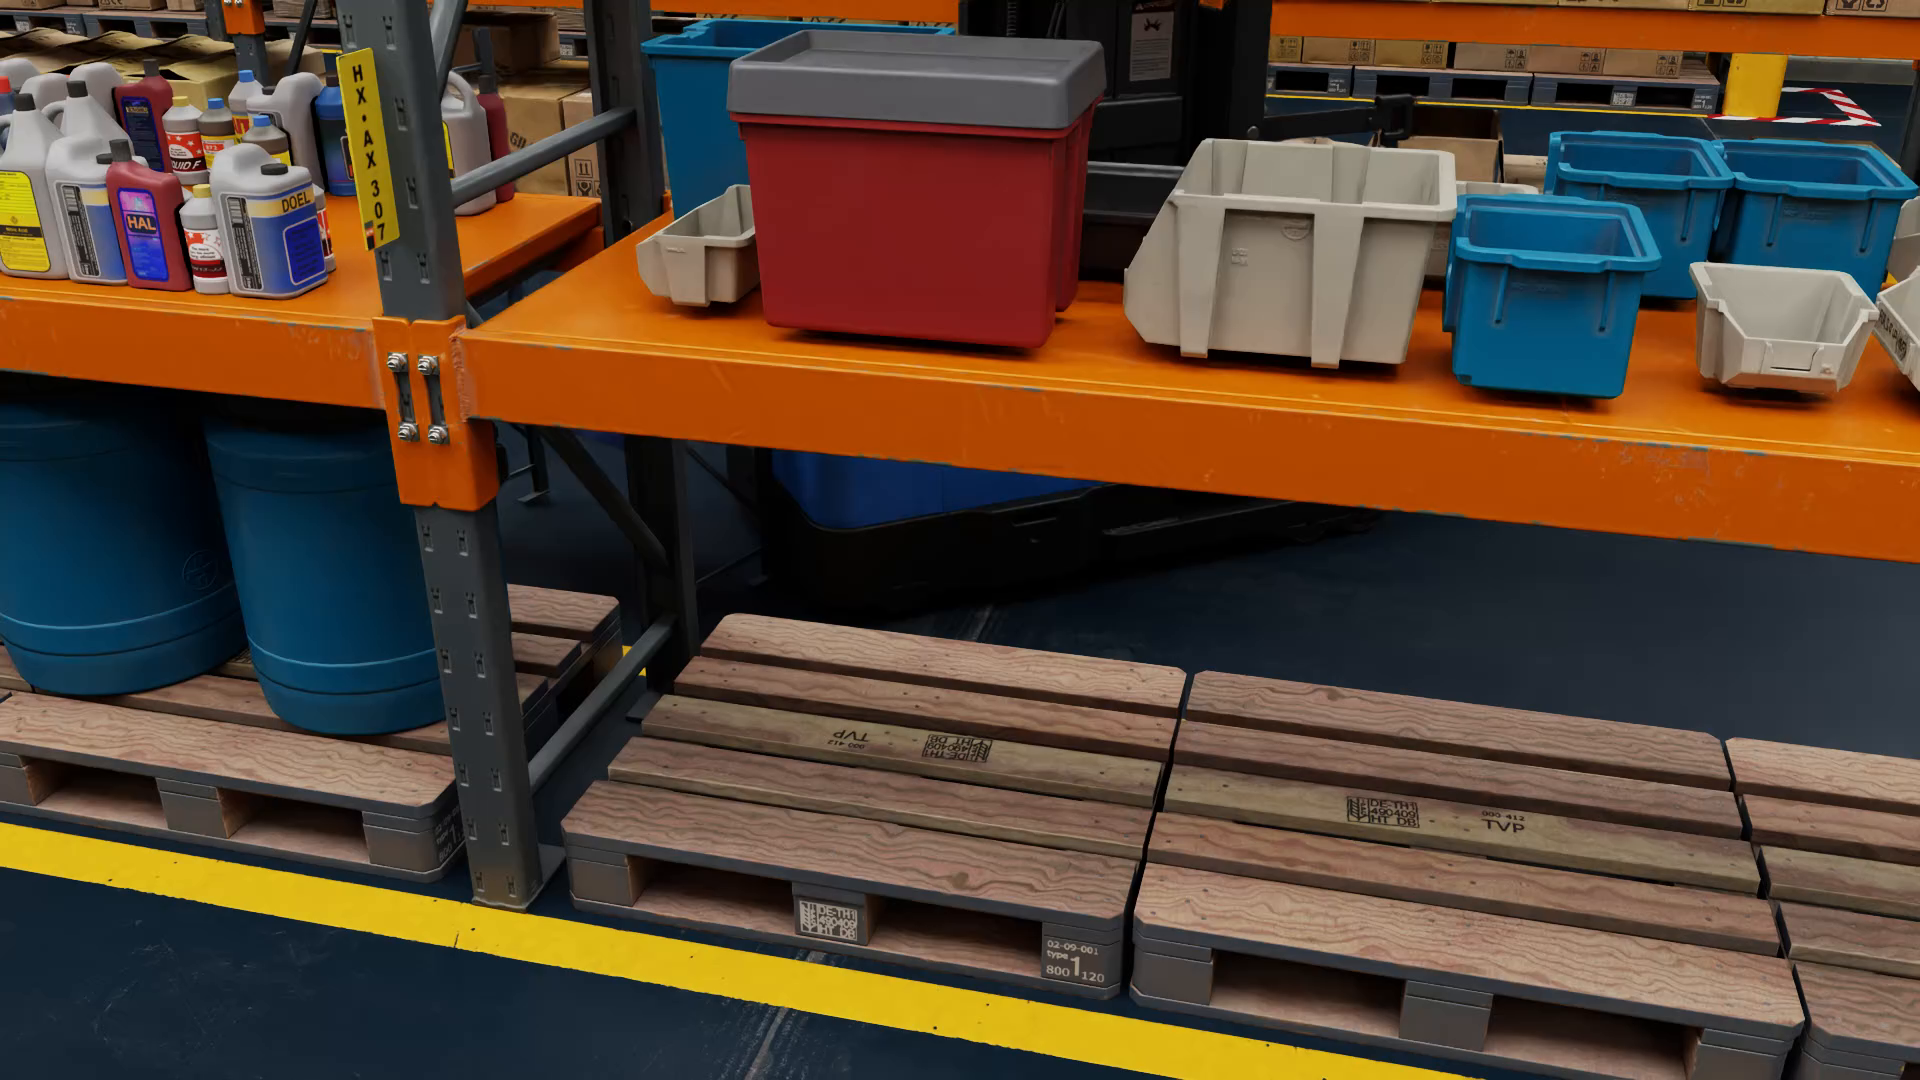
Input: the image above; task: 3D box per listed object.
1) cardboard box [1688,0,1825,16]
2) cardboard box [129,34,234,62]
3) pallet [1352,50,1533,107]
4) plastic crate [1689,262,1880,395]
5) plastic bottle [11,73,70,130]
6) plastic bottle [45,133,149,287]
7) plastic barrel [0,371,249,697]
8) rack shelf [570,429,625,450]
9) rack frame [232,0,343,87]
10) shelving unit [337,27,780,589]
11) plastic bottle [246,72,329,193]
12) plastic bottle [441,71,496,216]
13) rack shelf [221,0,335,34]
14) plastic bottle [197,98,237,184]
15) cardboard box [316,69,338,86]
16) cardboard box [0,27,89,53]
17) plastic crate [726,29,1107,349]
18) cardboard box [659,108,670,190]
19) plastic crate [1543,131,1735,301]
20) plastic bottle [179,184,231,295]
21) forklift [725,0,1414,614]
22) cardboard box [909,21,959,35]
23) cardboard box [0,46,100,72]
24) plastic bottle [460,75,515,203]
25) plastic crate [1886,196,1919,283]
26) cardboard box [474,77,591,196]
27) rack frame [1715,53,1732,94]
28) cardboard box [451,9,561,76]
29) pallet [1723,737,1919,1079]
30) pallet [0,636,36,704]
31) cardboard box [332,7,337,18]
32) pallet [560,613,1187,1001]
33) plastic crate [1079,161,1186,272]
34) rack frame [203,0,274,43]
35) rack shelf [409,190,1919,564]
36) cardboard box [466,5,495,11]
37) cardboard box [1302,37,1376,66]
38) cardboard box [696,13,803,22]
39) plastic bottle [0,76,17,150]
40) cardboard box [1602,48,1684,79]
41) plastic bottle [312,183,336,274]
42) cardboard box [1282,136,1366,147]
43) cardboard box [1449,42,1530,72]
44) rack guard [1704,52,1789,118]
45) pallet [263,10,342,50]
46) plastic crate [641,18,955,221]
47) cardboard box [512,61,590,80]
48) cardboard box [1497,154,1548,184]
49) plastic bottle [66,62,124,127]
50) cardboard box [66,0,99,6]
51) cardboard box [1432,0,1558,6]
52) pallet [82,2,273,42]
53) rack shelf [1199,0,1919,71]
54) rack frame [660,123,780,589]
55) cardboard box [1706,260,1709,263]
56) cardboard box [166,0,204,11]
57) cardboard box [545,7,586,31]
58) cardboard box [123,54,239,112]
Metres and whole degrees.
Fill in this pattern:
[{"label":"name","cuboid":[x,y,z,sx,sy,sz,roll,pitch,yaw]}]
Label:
[{"label":"cardboard box","cuboid":[3.239,-2.434,6.757,0.500,0.500,0.500,7,26,13]},{"label":"cardboard box","cuboid":[-4.449,-2.689,9.466,0.500,0.311,0.500,6,26,12]},{"label":"pallet","cuboid":[3.502,-3.388,12.121,1.213,0.211,1.003,6,26,13]},{"label":"plastic crate","cuboid":[1.328,-0.339,2.709,0.250,0.136,0.298,6,26,13]},{"label":"plastic bottle","cuboid":[-2.155,-0.955,3.910,0.135,0.276,0.152,6,26,13]},{"label":"plastic bottle","cuboid":[-1.683,-0.657,3.285,0.135,0.276,0.152,6,26,13]},{"label":"plastic barrel","cuboid":[-2.076,-0.150,4.028,0.708,0.901,0.600,6,26,13]},{"label":"rack shelf","cuboid":[-1.117,-0.449,4.845,1.000,0.185,0.538,18,32,32]},{"label":"rack frame","cuboid":[-3.504,-3.257,8.601,0.127,3.000,1.000,6,26,13]},{"label":"shelving unit","cuboid":[-1.119,-0.610,4.764,1.048,1.500,0.538,18,32,32]},{"label":"plastic bottle","cuboid":[-1.575,-0.958,3.917,0.135,0.276,0.152,6,26,13]},{"label":"plastic bottle","cuboid":[-1.166,-0.921,3.753,0.185,0.351,0.144,6,26,13]},{"label":"rack shelf","cuboid":[-5.441,-3.146,9.205,4.000,0.370,1.077,6,26,13]},{"label":"plastic bottle","cuboid":[-1.775,-0.958,4.005,0.097,0.201,0.097,0,25,0]},{"label":"cardboard box","cuboid":[-3.134,-2.159,8.691,0.500,0.500,0.500,7,26,15]},{"label":"cardboard box","cuboid":[-5.440,-2.799,9.698,0.500,0.311,0.500,6,26,12]},{"label":"plastic crate","cuboid":[-0.065,-0.623,2.924,0.583,0.464,0.402,6,26,13]},{"label":"cardboard box","cuboid":[-1.141,-1.942,8.236,0.500,0.500,0.500,7,26,14]},{"label":"plastic crate","cuboid":[1.284,-0.626,3.201,0.300,0.233,0.416,6,26,13]},{"label":"plastic bottle","cuboid":[-1.448,-0.586,3.221,0.097,0.201,0.097,0,25,0]},{"label":"forklift","cuboid":[0.804,-1.514,5.021,3.031,2.935,1.130,-10,27,-21]},{"label":"cardboard box","cuboid":[0.077,-4.219,12.635,0.750,0.750,0.750,7,26,15]},{"label":"cardboard box","cuboid":[-5.066,-2.520,9.111,0.500,0.311,0.500,6,26,13]},{"label":"plastic bottle","cuboid":[-1.116,-0.931,3.851,0.133,0.283,0.061,6,26,13]},{"label":"plastic crate","cuboid":[1.903,-0.551,3.155,0.298,0.136,0.250,6,26,13]},{"label":"cardboard box","cuboid":[-2.141,-2.049,8.461,0.500,0.500,0.500,6,26,12]},{"label":"rack frame","cuboid":[5.474,-4.463,11.134,0.127,3.000,1.000,6,26,13]},{"label":"cardboard box","cuboid":[-2.484,-2.658,8.868,0.500,0.250,0.500,7,26,15]},{"label":"pallet","cuboid":[2.218,0.816,3.290,1.213,0.211,1.003,6,26,13]},{"label":"pallet","cuboid":[-2.789,0.263,4.453,1.213,0.211,1.003,6,26,13]},{"label":"cardboard box","cuboid":[-4.918,-4.711,14.052,0.500,0.500,0.700,6,26,12]},{"label":"pallet","cuboid":[-0.145,0.555,3.839,1.213,0.211,1.003,6,26,13]},{"label":"plastic crate","cuboid":[0.284,-0.661,3.400,0.590,0.125,0.437,6,26,13]},{"label":"rack frame","cuboid":[-6.148,-5.747,13.833,0.127,3.000,1.000,6,26,13]},{"label":"rack shelf","cuboid":[1.070,-0.228,3.076,4.000,0.370,1.077,6,26,13]},{"label":"cardboard box","cuboid":[-3.942,-4.590,13.797,0.500,0.500,0.700,6,26,13]},{"label":"cardboard box","cuboid":[2.785,-3.774,12.107,0.500,0.500,0.700,6,26,12]},{"label":"cardboard box","cuboid":[-1.594,-4.405,13.025,0.750,0.750,0.750,6,26,12]},{"label":"plastic bottle","cuboid":[-1.982,-0.786,3.469,0.185,0.351,0.144,6,26,13]},{"label":"cardboard box","cuboid":[4.771,-3.557,11.651,0.500,0.500,0.700,6,26,13]},{"label":"plastic bottle","cuboid":[-1.316,-0.638,3.333,0.097,0.201,0.097,0,25,0]},{"label":"cardboard box","cuboid":[1.719,-1.790,8.136,0.500,0.311,0.500,6,26,13]},{"label":"cardboard box","cuboid":[3.799,-3.664,11.876,0.500,0.500,0.700,5,26,11]},{"label":"rack guard","cuboid":[5.497,-3.332,11.666,0.348,0.500,1.175,6,26,13]},{"label":"pallet","cuboid":[-5.393,-4.406,14.258,1.213,0.211,1.003,6,26,13]},{"label":"plastic crate","cuboid":[-0.330,-0.878,3.554,0.575,0.384,0.392,6,26,13]},{"label":"cardboard box","cuboid":[-2.038,-2.269,8.922,0.500,0.500,0.500,5,26,11]},{"label":"cardboard box","cuboid":[2.820,-1.641,7.893,0.500,0.250,0.500,6,26,13]},{"label":"plastic bottle","cuboid":[-2.117,-1.018,4.043,0.135,0.276,0.152,6,26,13]},{"label":"cardboard box","cuboid":[-7.692,-4.838,14.728,0.250,0.149,0.380,4,26,9]},{"label":"cardboard box","cuboid":[2.269,-2.544,6.987,0.500,0.500,0.500,6,26,12]},{"label":"pallet","cuboid":[-6.807,-4.546,14.552,1.213,0.211,1.003,6,26,13]},{"label":"rack shelf","cuboid":[2.307,-2.289,7.406,4.000,0.370,1.077,6,26,13]},{"label":"rack frame","cuboid":[-0.707,-0.478,4.496,0.032,1.500,0.500,18,32,32]},{"label":"cardboard box","cuboid":[3.286,-1.356,7.393,0.250,0.166,0.380,6,26,13]},{"label":"cardboard box","cuboid":[-6.673,-4.712,14.441,0.250,0.166,0.380,3,26,6]},{"label":"cardboard box","cuboid":[-2.984,-4.445,13.492,0.500,0.500,0.700,7,26,14]},{"label":"cardboard box","cuboid":[-4.072,-2.411,8.883,0.500,0.311,0.500,7,26,14]}]
